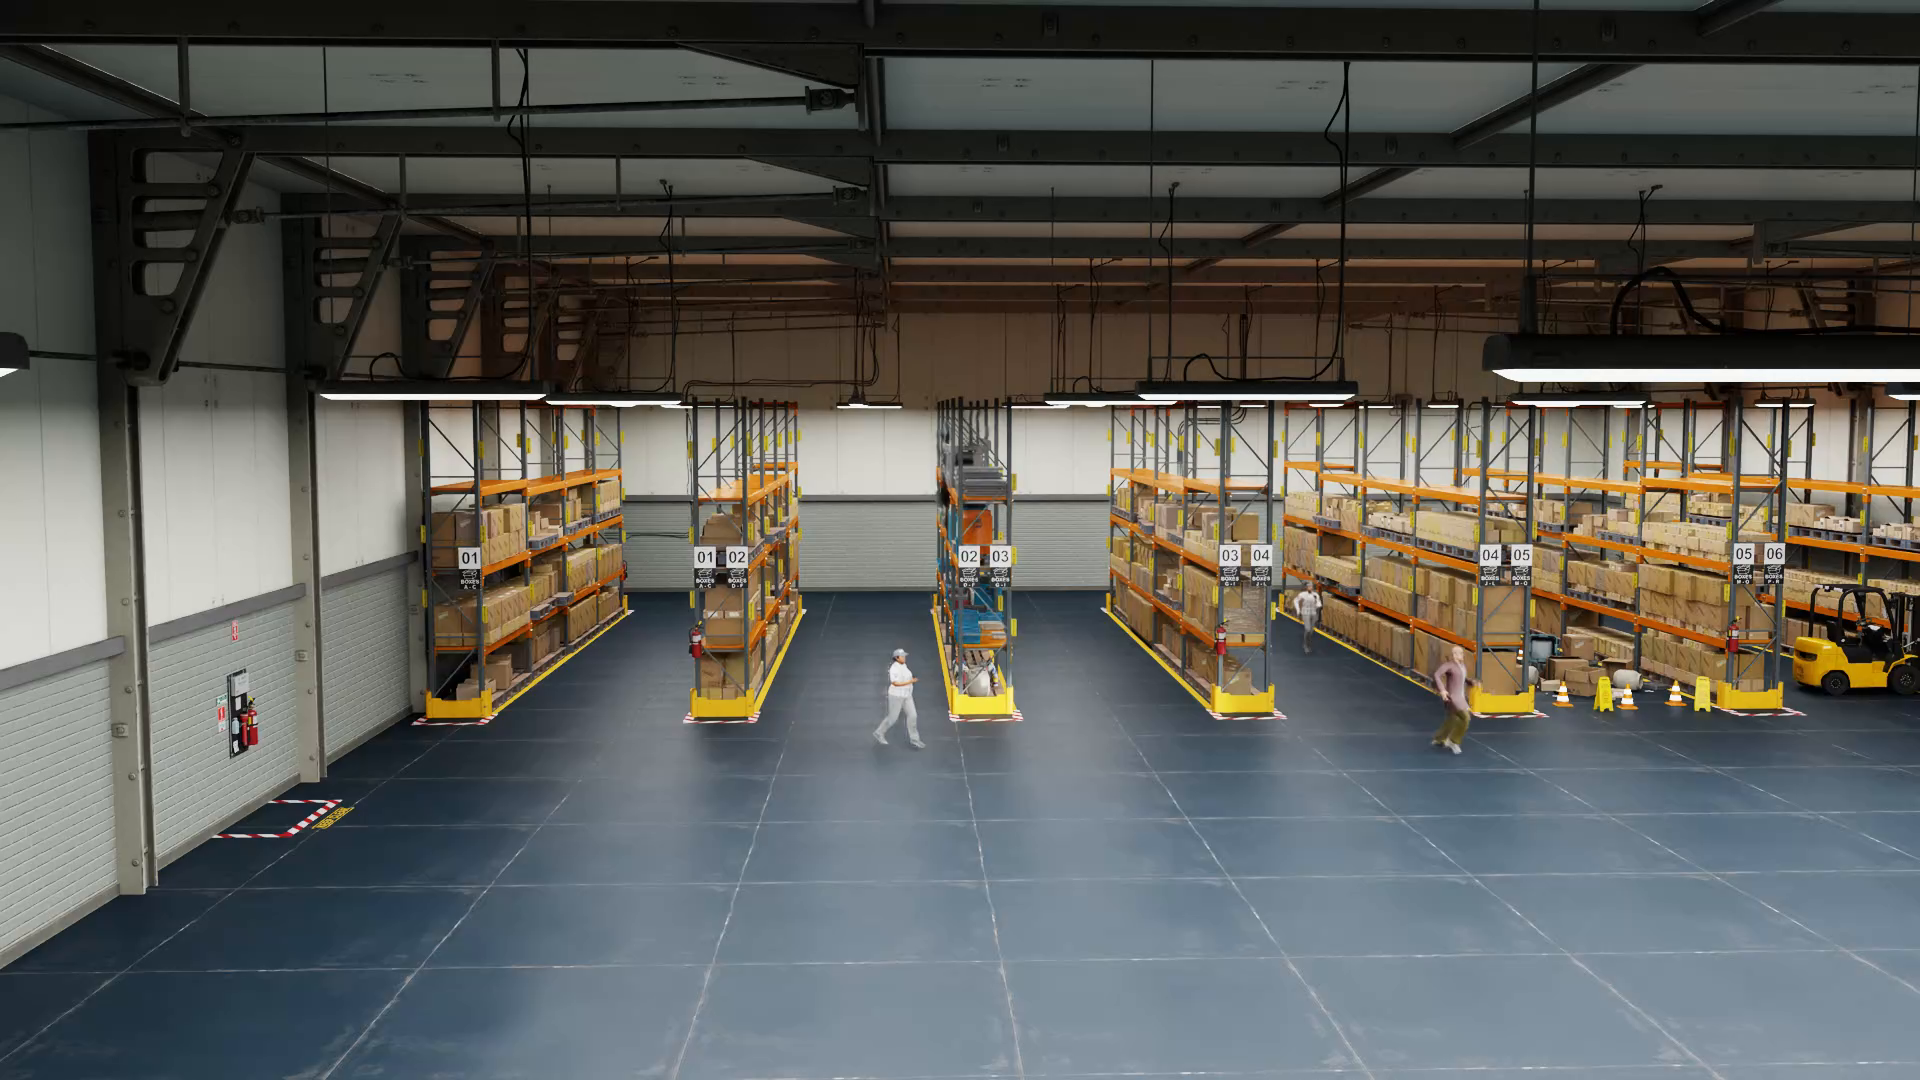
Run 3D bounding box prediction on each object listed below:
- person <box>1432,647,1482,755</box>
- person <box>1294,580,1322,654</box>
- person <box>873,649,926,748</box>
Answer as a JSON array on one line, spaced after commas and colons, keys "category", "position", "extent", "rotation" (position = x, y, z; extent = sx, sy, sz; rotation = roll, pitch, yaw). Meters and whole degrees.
[{"category": "person", "position": [8.337, 2.696, 27.948], "extent": [0.808, 1.823, 0.693], "rotation": [3, 5, 35]}, {"category": "person", "position": [8.301, 1.827, 39.561], "extent": [0.576, 1.749, 0.719], "rotation": [-1, 4, -10]}, {"category": "person", "position": [-1.030, 2.689, 28.311], "extent": [0.904, 1.683, 0.595], "rotation": [2, 5, 26]}]
